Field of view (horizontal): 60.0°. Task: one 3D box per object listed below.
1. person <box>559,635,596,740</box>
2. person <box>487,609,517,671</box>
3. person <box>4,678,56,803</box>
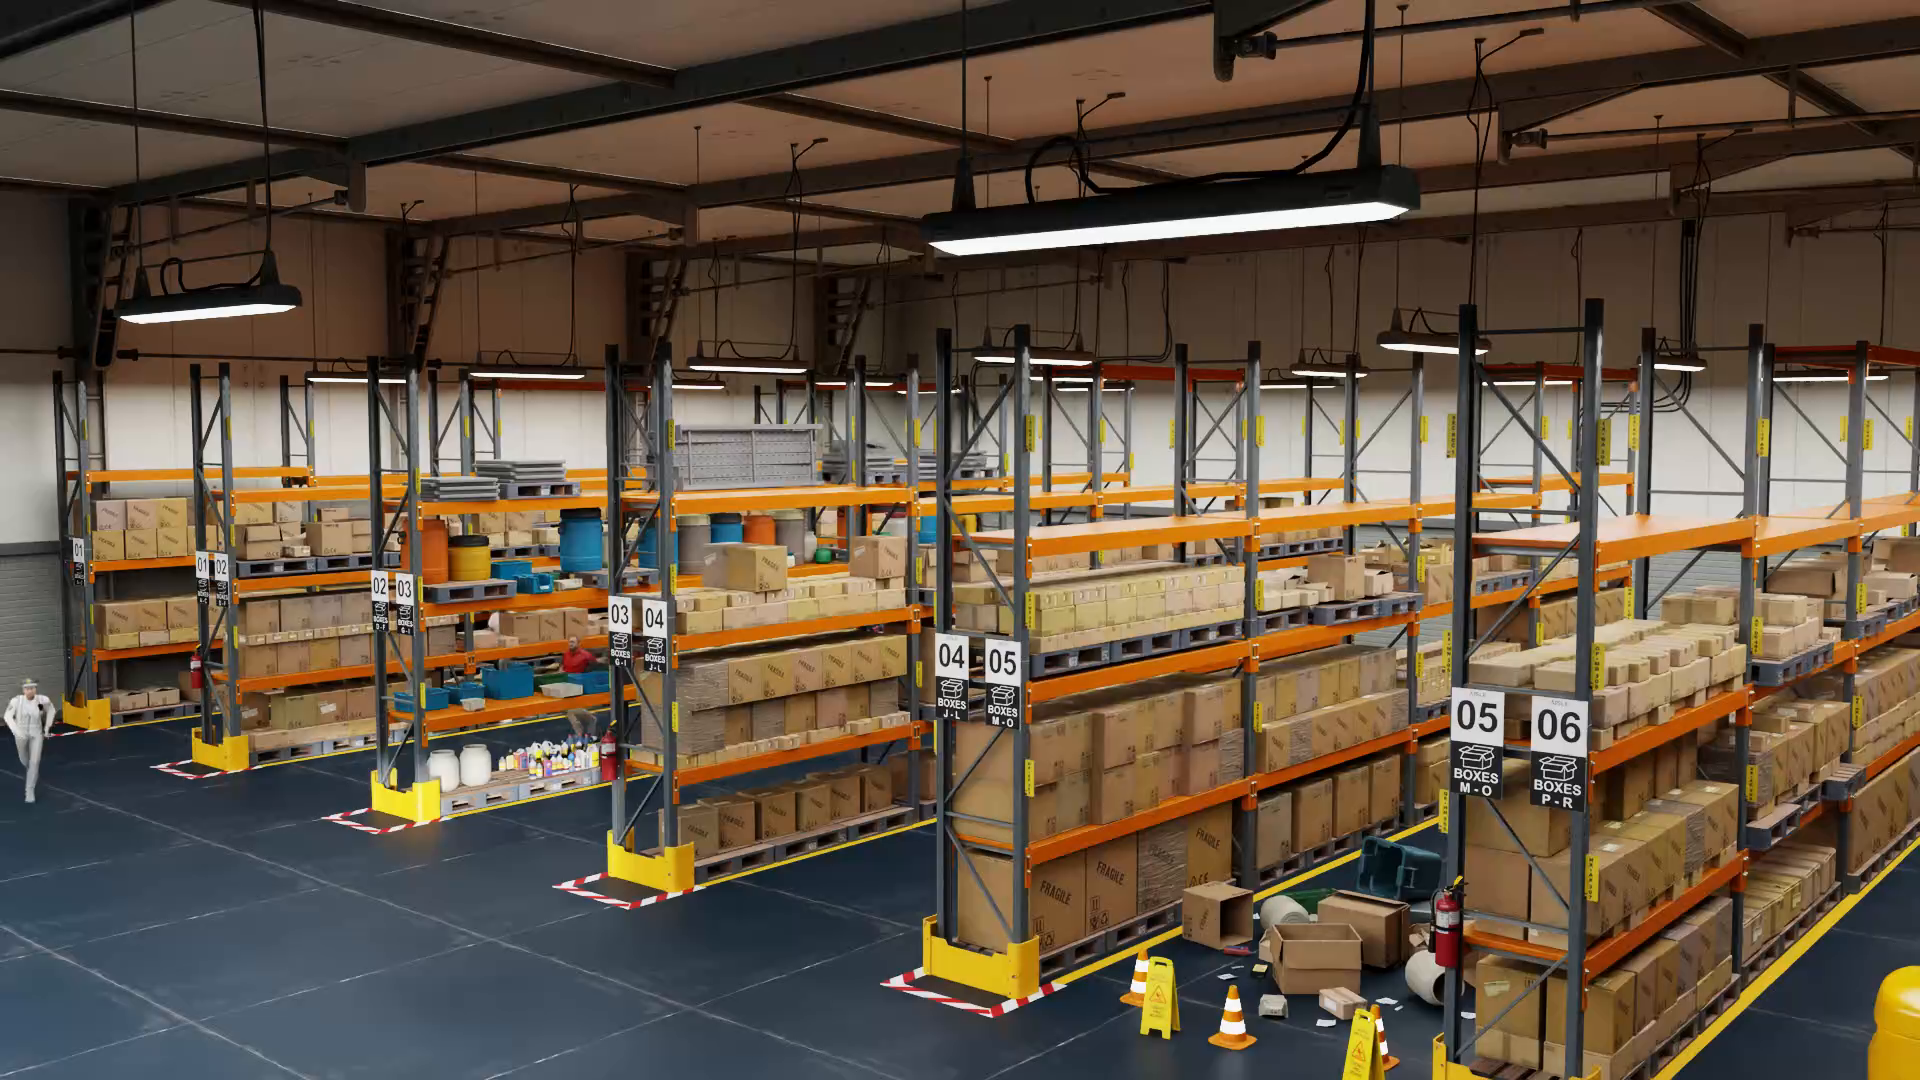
[{"bbox_3d":[-6.212,2.386,26.907,0.667,1.686,0.600,2,5,25],"label":"person"},{"bbox_3d":[-8.662,1.996,31.595,0.679,1.816,0.807,2,5,25],"label":"person"},{"bbox_3d":[-12.779,2.703,22.875,0.619,1.678,1.024,-2,5,-25],"label":"person"}]
